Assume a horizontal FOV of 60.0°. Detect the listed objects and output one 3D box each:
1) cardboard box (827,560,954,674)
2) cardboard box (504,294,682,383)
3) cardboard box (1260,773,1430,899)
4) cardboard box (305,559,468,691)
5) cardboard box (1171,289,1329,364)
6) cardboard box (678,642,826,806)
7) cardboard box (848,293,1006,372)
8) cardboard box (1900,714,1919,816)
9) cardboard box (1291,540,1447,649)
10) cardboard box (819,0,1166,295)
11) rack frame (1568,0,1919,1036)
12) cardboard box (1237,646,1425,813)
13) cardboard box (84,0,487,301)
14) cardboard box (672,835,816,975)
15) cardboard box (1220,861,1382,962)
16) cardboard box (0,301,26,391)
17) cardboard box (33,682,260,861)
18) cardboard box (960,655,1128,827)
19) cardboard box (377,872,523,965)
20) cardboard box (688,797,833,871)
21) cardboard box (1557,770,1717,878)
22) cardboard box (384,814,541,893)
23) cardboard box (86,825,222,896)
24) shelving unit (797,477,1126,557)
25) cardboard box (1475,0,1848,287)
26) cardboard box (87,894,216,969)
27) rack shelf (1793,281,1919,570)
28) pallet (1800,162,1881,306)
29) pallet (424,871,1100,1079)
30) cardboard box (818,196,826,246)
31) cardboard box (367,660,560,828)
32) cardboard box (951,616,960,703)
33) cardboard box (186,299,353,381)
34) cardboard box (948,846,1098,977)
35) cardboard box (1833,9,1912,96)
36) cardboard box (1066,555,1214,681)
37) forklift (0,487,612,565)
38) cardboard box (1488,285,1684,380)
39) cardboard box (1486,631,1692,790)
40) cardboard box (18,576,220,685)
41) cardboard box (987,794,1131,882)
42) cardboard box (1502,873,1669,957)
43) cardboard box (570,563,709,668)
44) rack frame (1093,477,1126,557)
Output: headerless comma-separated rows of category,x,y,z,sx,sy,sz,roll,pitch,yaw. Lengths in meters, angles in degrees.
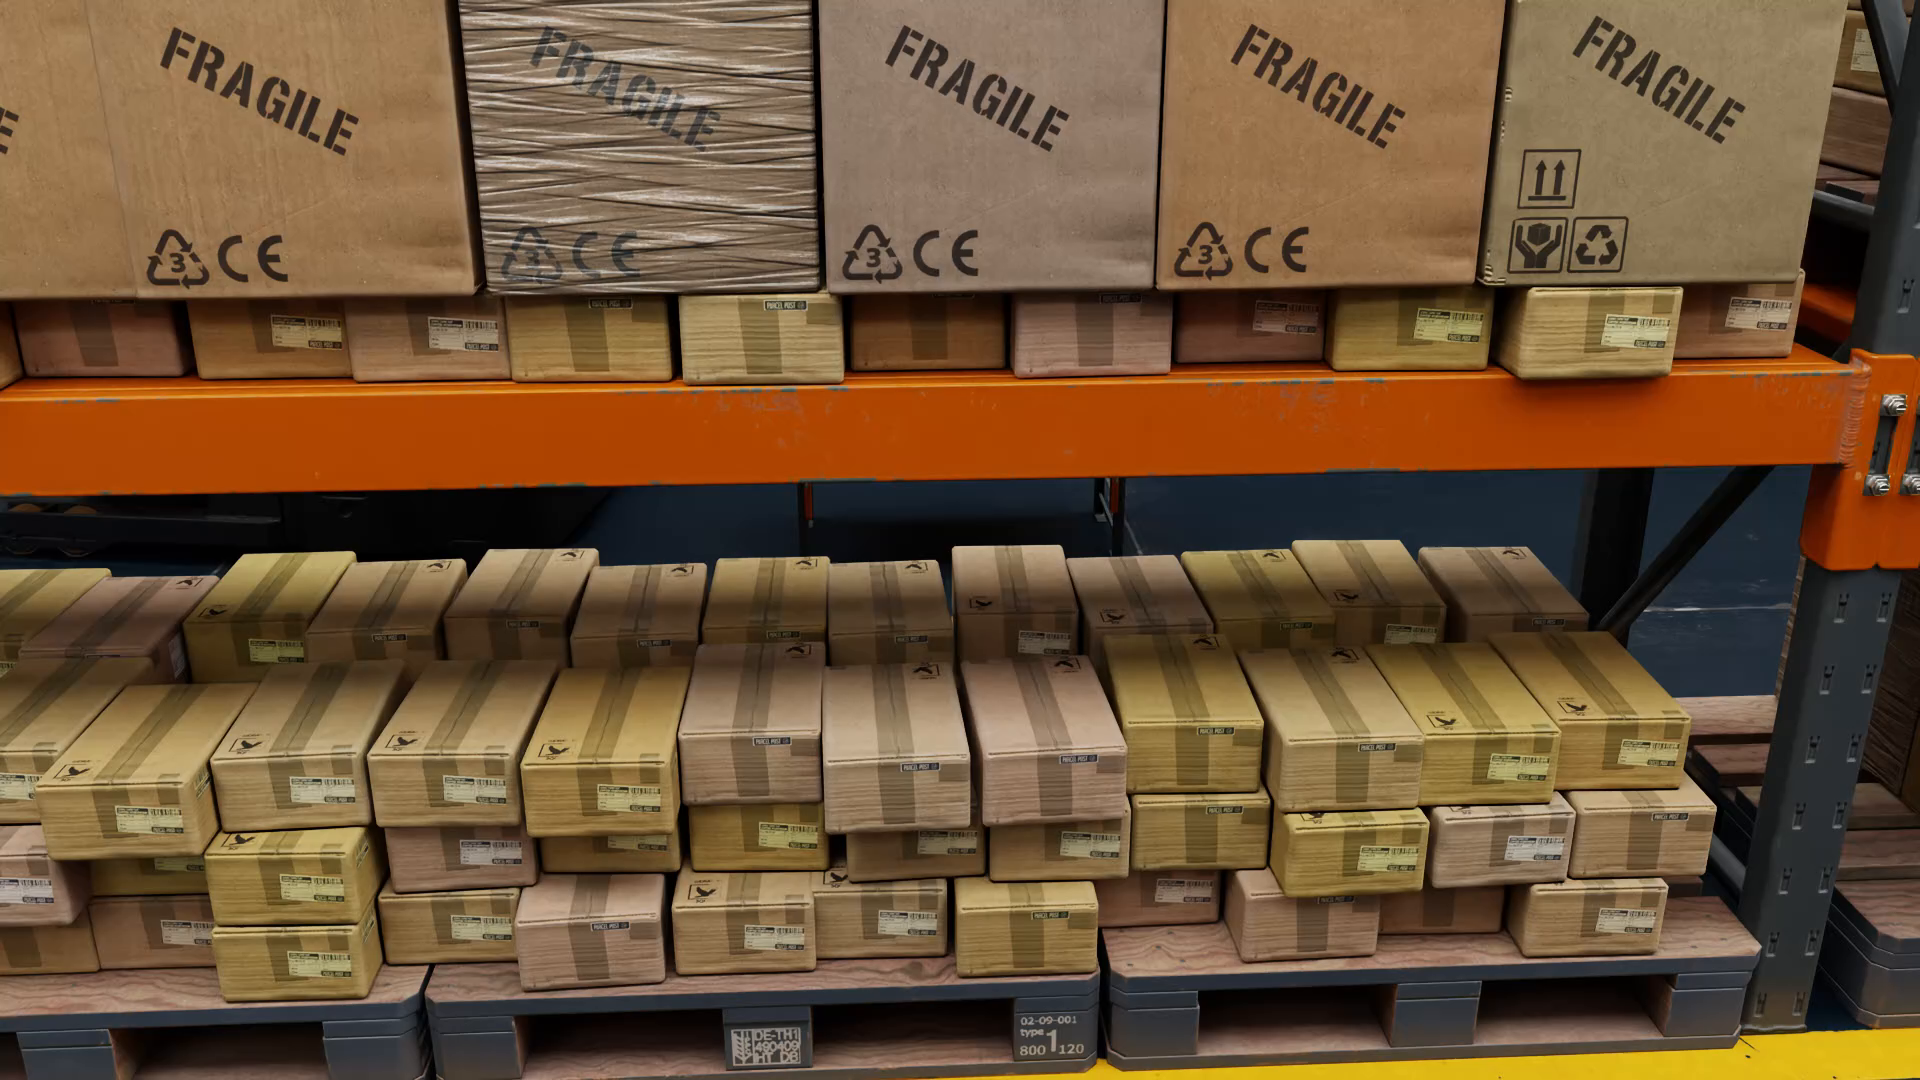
cardboard box,-0.154,0.182,3.507,0.250,0.149,0.380,-2,21,-5
cardboard box,-0.582,-0.382,2.762,0.250,0.149,0.380,0,21,-1
cardboard box,0.682,0.497,3.098,0.250,0.149,0.380,-2,21,-5
cardboard box,-1.197,0.180,3.513,0.250,0.149,0.380,-2,21,-5
cardboard box,0.460,-0.425,2.876,0.250,0.149,0.380,-2,21,-5
cardboard box,-0.378,0.336,3.104,0.250,0.149,0.380,-1,21,-3
cardboard box,-0.064,-0.408,2.829,0.250,0.149,0.380,-1,21,-4
cardboard box,2.267,0.410,3.251,0.500,0.500,0.500,0,21,-1
cardboard box,0.880,0.135,3.631,0.250,0.149,0.380,0,21,0
cardboard box,0.033,-0.697,2.676,0.500,0.500,0.500,-1,21,-3
rack frame,1.514,-0.641,3.089,0.127,3.000,1.000,-1,21,-3
cardboard box,0.673,0.344,3.083,0.250,0.149,0.380,-1,21,-4
cardboard box,-0.992,-0.682,2.637,0.500,0.500,0.500,-1,21,-2
cardboard box,-0.394,0.643,3.132,0.250,0.149,0.380,-1,21,-3
cardboard box,0.618,0.628,3.172,0.250,0.149,0.380,-2,21,-5
cardboard box,-1.614,-0.339,2.648,0.250,0.149,0.380,-2,21,-5
cardboard box,-1.409,0.401,2.934,0.250,0.149,0.380,-1,21,-3
cardboard box,0.145,0.360,3.041,0.250,0.149,0.380,-2,21,-6
cardboard box,-0.923,0.632,3.161,0.250,0.149,0.380,-1,21,-3
cardboard box,-0.365,0.468,3.174,0.250,0.149,0.380,0,21,-1
cardboard box,1.218,0.476,3.155,0.250,0.149,0.380,-1,21,-2
cardboard box,-0.904,0.490,3.116,0.250,0.149,0.380,-2,21,-6
cardboard box,-1.425,0.496,3.101,0.250,0.149,0.380,-1,21,-2
shelving unit,-0.007,-0.526,5.420,1.048,1.125,0.538,-1,21,-3
cardboard box,1.048,-0.716,2.728,0.500,0.500,0.500,-1,21,-3
cardboard box,-1.433,0.638,3.147,0.250,0.149,0.380,-1,21,-2
rack shelf,3.511,-0.345,3.323,4.000,0.370,1.077,-1,21,-3
pallet,2.286,-0.515,3.028,1.213,0.211,1.003,-1,21,-3
pallet,-0.375,0.714,3.448,1.213,0.211,1.003,-1,21,-3
cardboard box,-0.364,-0.568,3.250,0.250,0.149,0.380,0,21,-1
cardboard box,-0.889,0.364,3.030,0.250,0.149,0.380,0,21,-1
cardboard box,0.100,0.306,3.599,0.250,0.149,0.380,0,21,-1
cardboard box,-1.090,-0.389,2.781,0.250,0.149,0.380,-1,21,-4
cardboard box,0.109,0.645,3.127,0.250,0.149,0.380,-1,21,-3
cardboard box,1.900,-0.937,3.211,0.250,0.149,0.380,-1,21,-1
cardboard box,0.372,0.171,3.536,0.250,0.149,0.380,-2,21,-4
forklift,-2.757,-1.496,5.432,3.031,2.935,1.130,2,21,6
cardboard box,0.992,-0.391,2.784,0.250,0.149,0.380,-2,21,-4
cardboard box,1.174,0.317,3.153,0.250,0.149,0.380,-1,21,-2
cardboard box,-1.711,0.213,3.426,0.250,0.149,0.380,-1,21,-2
cardboard box,0.173,0.480,3.144,0.250,0.149,0.380,-1,21,-2
cardboard box,1.142,0.624,3.182,0.250,0.149,0.380,-1,21,-2
cardboard box,-0.663,0.189,3.490,0.250,0.149,0.380,-2,21,-5
rack frame,0.501,-0.536,5.448,0.032,1.125,0.500,-1,21,-3
